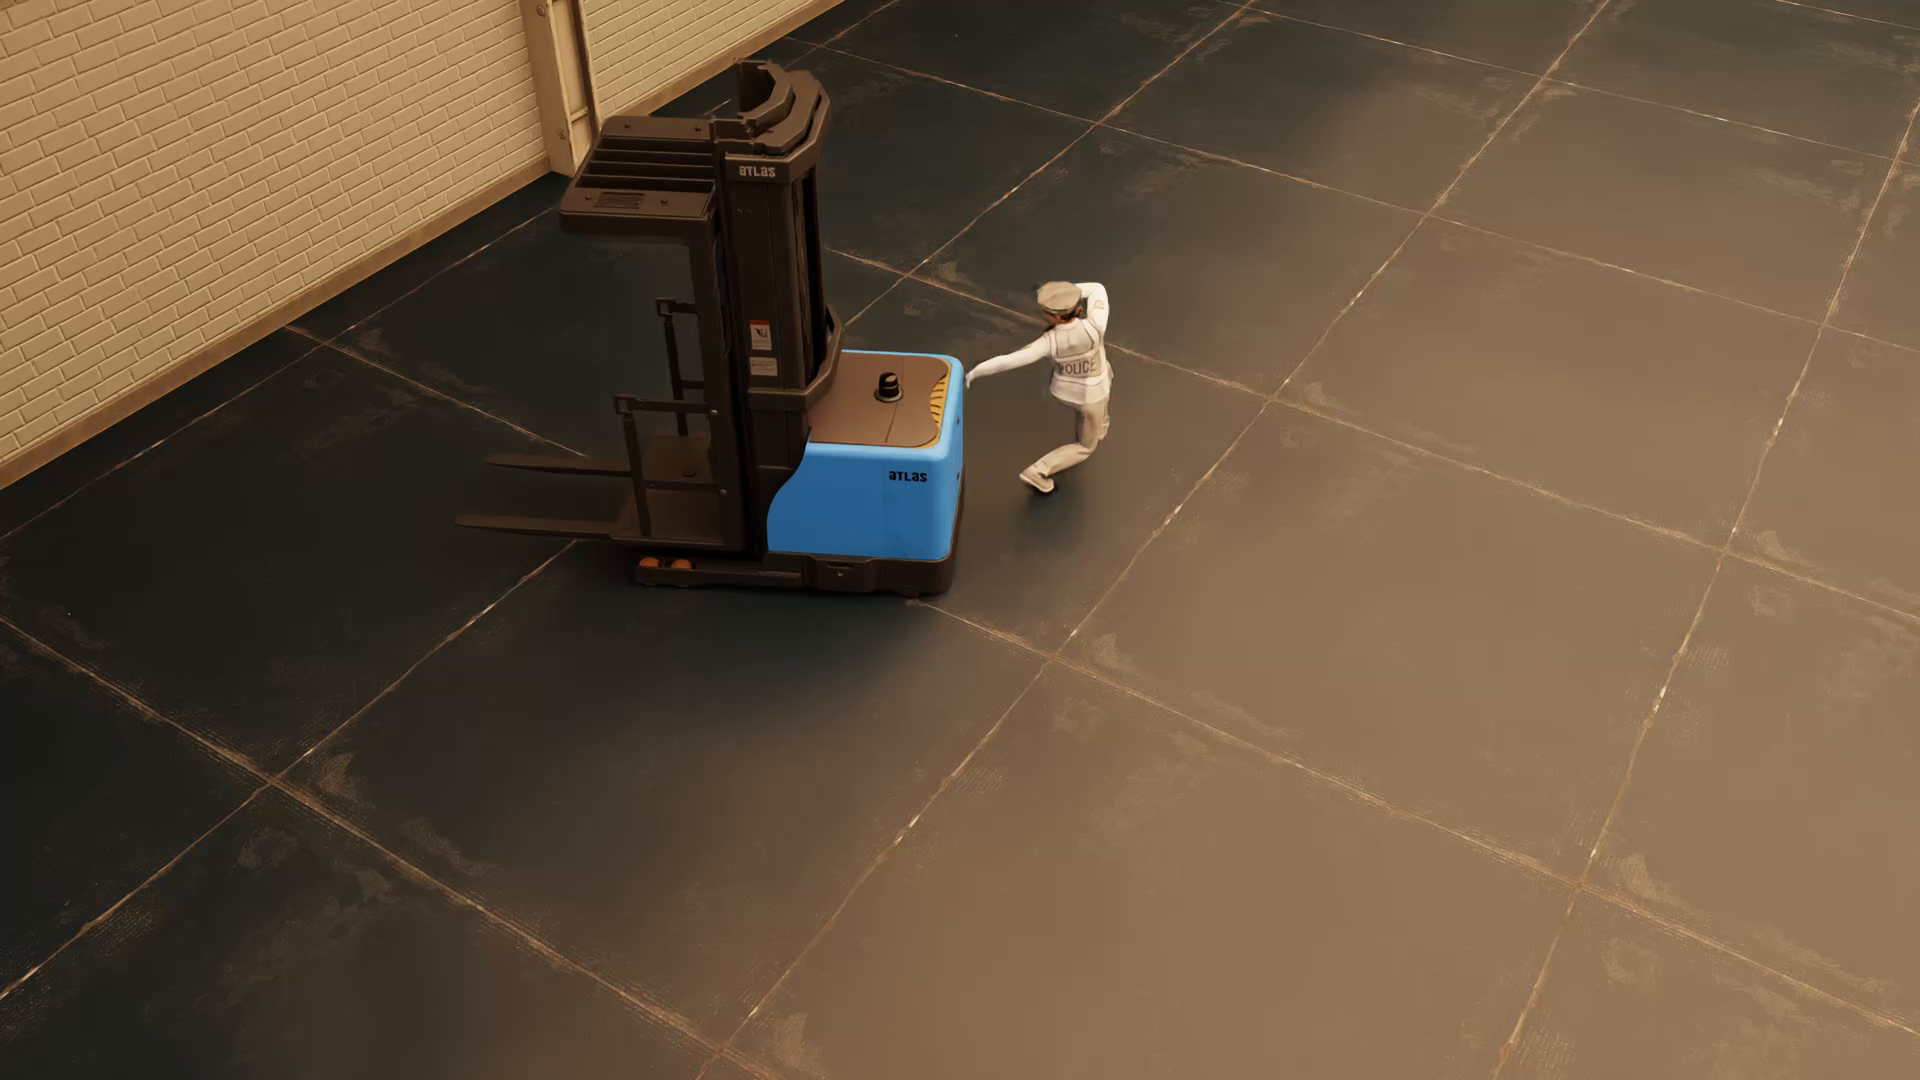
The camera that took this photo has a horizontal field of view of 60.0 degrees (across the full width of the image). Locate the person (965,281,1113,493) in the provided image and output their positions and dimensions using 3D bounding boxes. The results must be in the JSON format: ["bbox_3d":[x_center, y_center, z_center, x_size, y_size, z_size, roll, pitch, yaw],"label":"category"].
[{"bbox_3d":[0.549,-1.059,10.417,0.822,1.380,0.945,19,44,21],"label":"person"}]

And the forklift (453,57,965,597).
[{"bbox_3d":[-1.518,-1.175,9.353,3.031,2.935,1.130,3,40,4],"label":"forklift"}]
